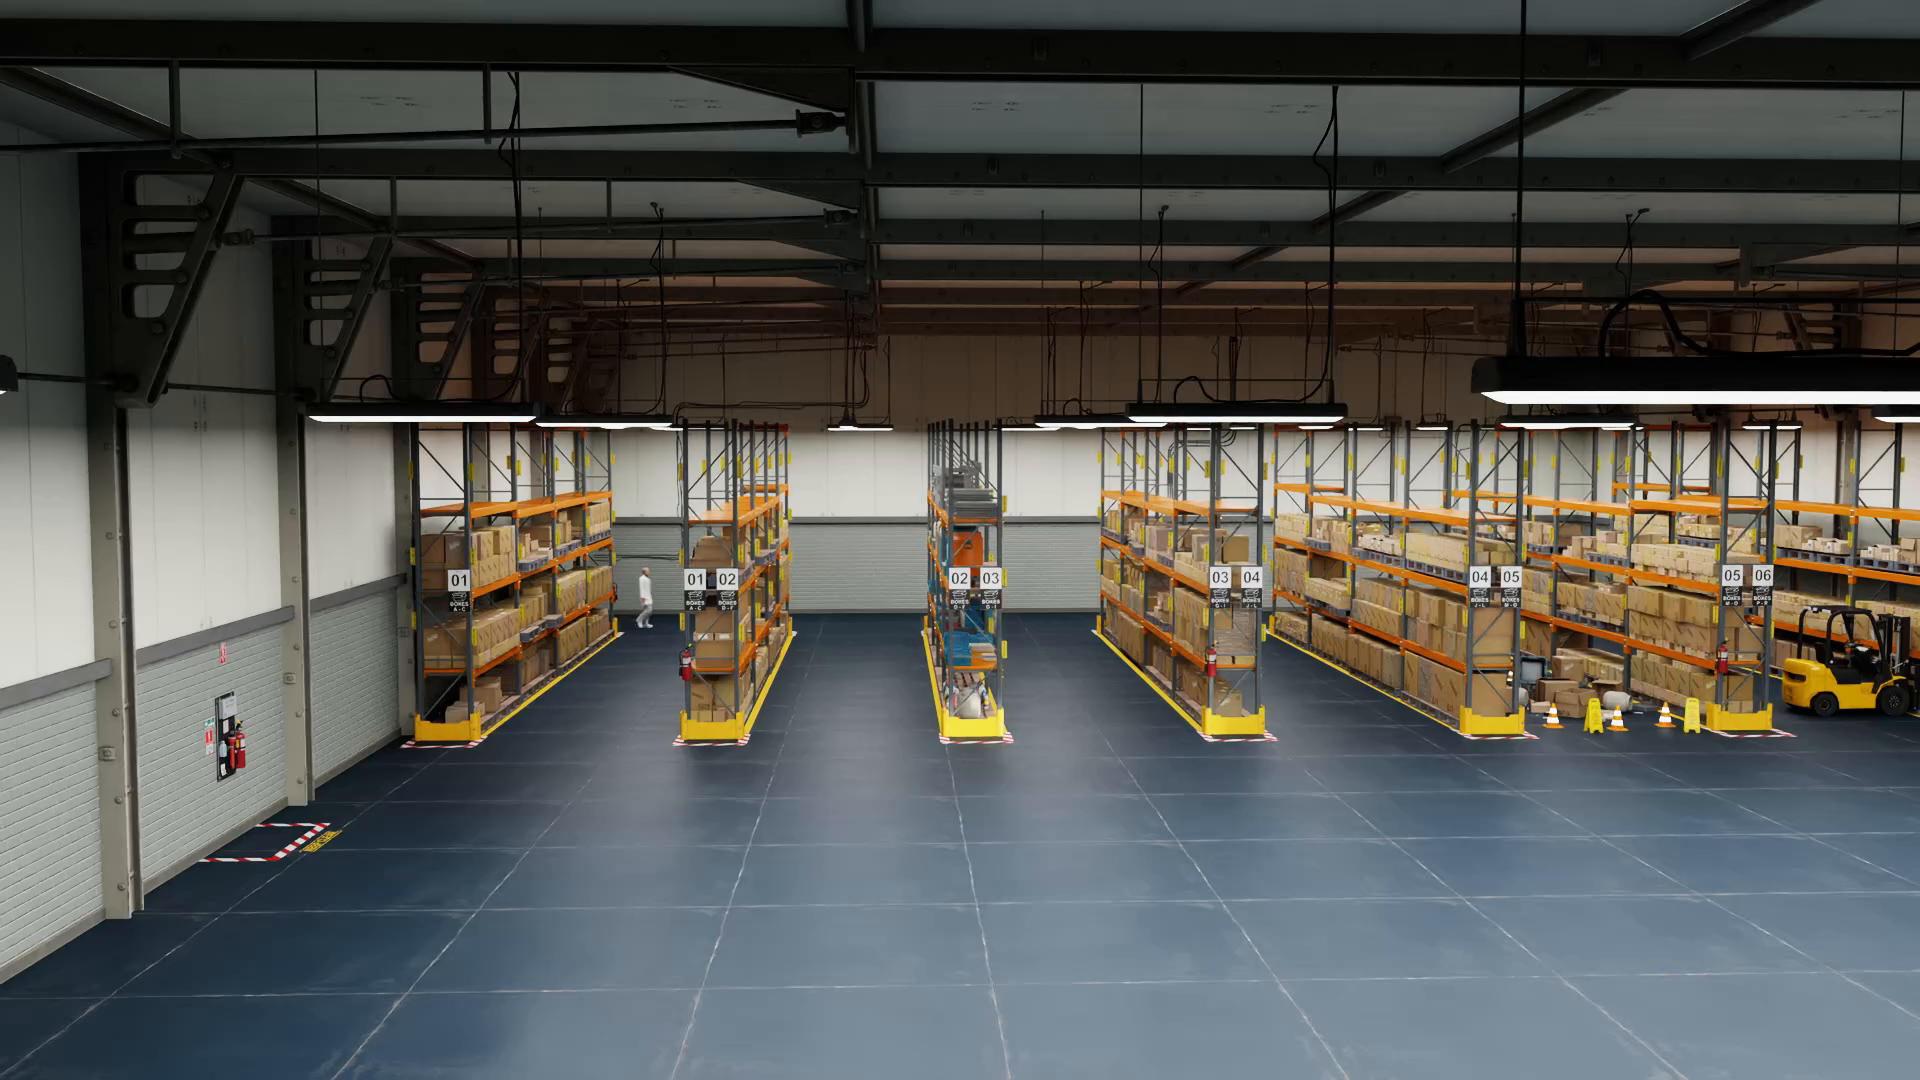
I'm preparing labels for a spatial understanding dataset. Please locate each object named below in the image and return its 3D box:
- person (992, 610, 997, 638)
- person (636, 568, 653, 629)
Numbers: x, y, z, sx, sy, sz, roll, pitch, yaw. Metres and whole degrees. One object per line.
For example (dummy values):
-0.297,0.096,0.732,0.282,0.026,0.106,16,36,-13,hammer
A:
0.909,1.914,46.807,0.452,1.711,0.542,-1,4,-11,person
-9.235,1.694,48.758,0.534,1.777,0.610,0,4,2,person
